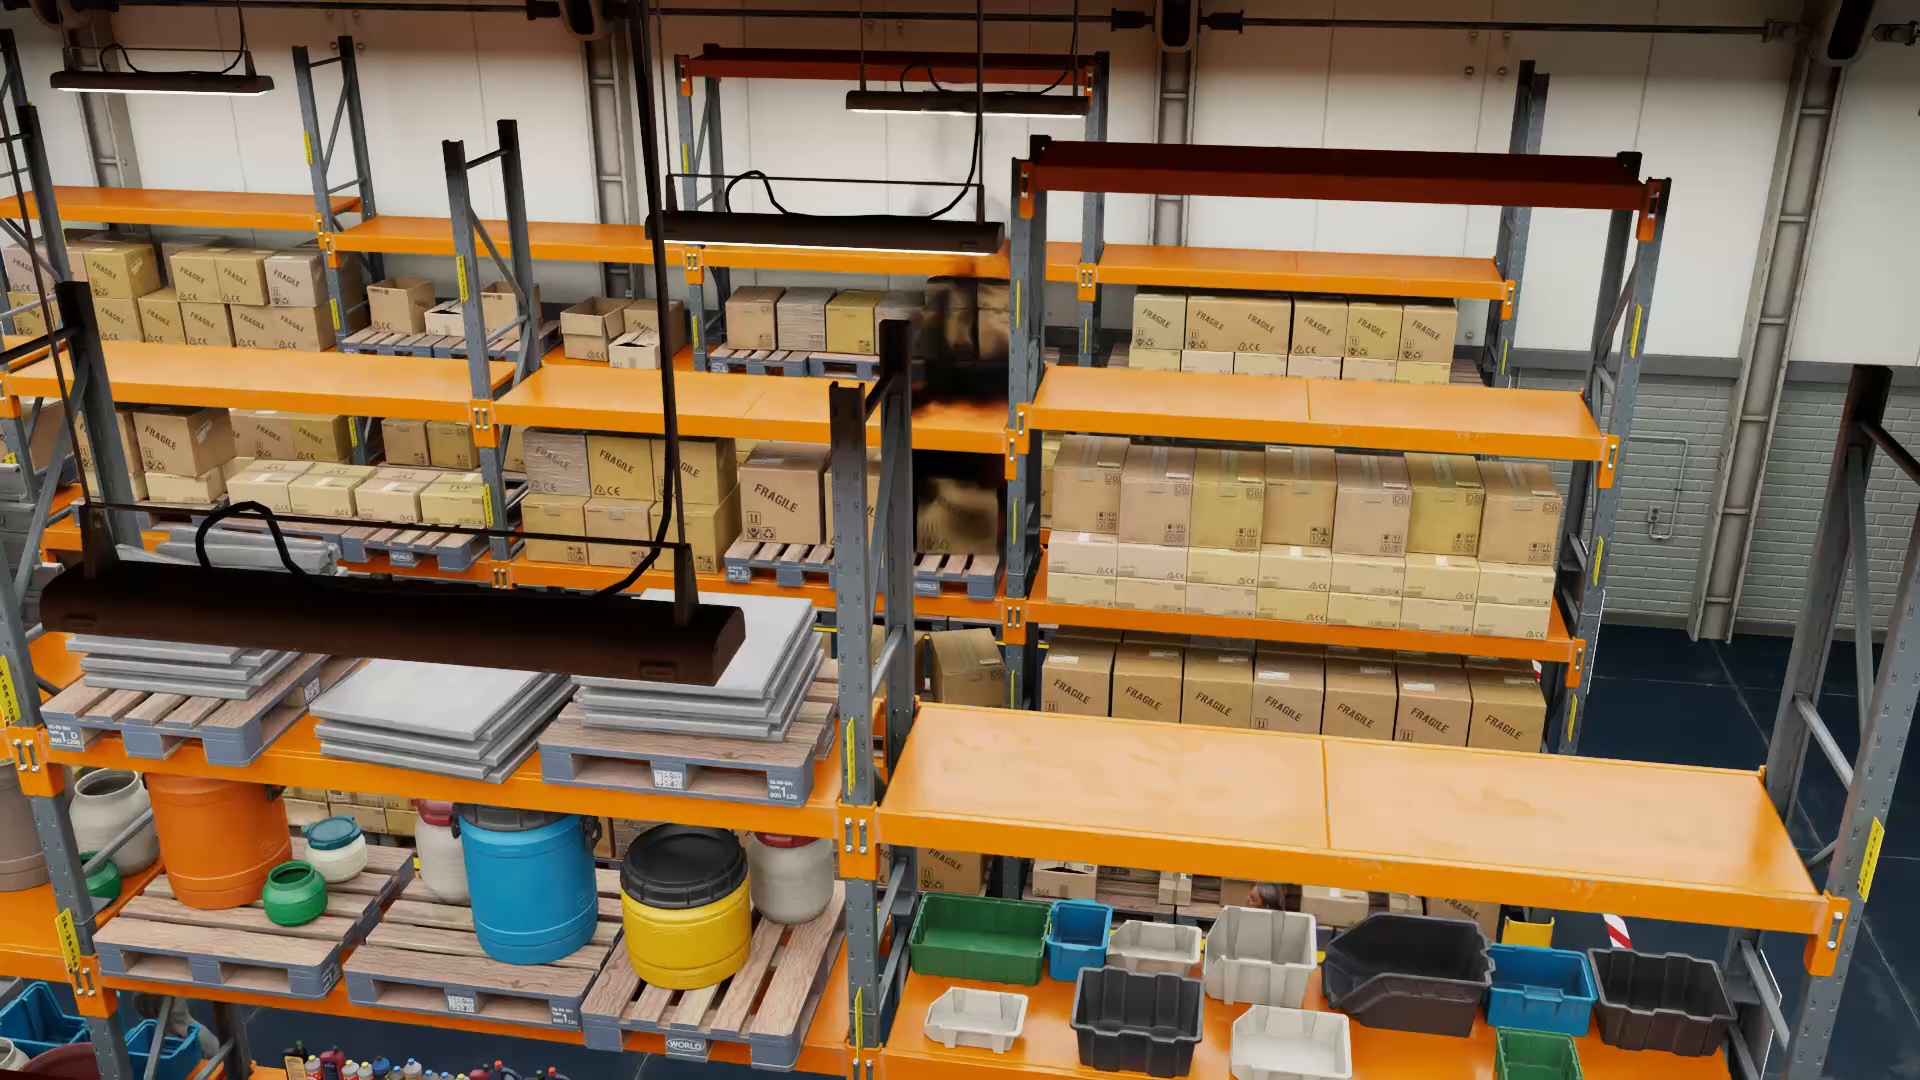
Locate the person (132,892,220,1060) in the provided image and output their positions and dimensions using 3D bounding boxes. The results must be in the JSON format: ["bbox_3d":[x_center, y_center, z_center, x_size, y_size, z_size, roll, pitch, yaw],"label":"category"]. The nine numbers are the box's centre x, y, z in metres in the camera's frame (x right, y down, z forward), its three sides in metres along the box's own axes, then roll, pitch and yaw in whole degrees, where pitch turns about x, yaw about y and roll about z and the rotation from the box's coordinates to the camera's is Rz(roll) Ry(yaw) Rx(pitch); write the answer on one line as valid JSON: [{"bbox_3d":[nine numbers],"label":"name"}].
[{"bbox_3d":[-5.375,2.920,11.227,0.767,1.833,0.625,-1,23,-2],"label":"person"}]

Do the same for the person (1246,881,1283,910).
[{"bbox_3d":[1.999,2.988,11.256,0.542,1.601,0.552,-3,23,-6],"label":"person"}]
